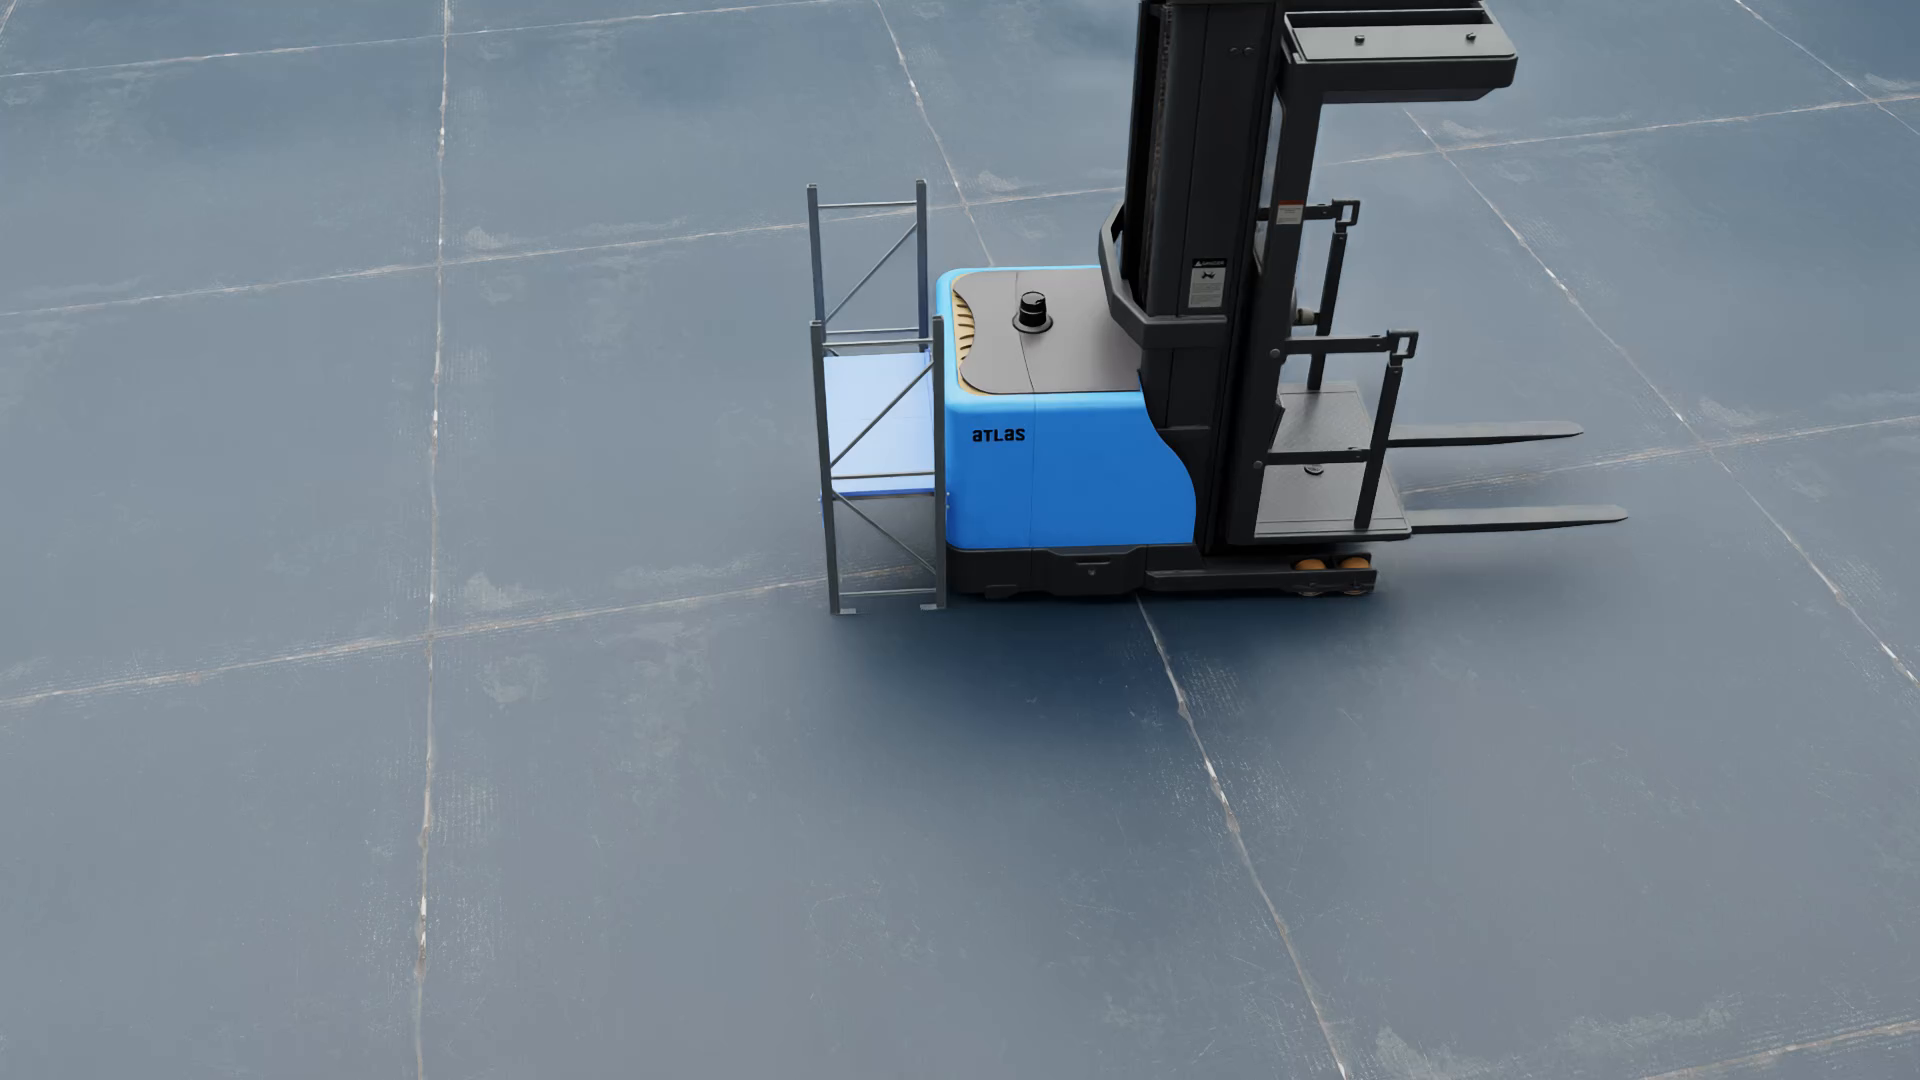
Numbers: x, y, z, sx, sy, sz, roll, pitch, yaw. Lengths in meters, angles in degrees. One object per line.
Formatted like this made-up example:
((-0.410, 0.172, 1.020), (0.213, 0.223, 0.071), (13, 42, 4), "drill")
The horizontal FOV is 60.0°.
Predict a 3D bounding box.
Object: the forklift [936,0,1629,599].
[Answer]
((1.415, -1.204, 6.680), (3.031, 2.935, 1.130), (-2, 42, -2), "forklift")

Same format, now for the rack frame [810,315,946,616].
((-0.310, -0.257, 6.692), (0.500, 1.500, 0.032), (-3, 42, -3), "rack frame")

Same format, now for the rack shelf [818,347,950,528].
((-0.350, -0.459, 7.190), (0.538, 0.185, 1.000), (-3, 42, -3), "rack shelf")

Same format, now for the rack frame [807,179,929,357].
((-0.391, -0.930, 7.450), (0.500, 1.500, 0.032), (-3, 42, -3), "rack frame")

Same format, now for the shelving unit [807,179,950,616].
((-0.350, -0.594, 7.071), (0.538, 1.500, 1.048), (-3, 42, -3), "shelving unit")
